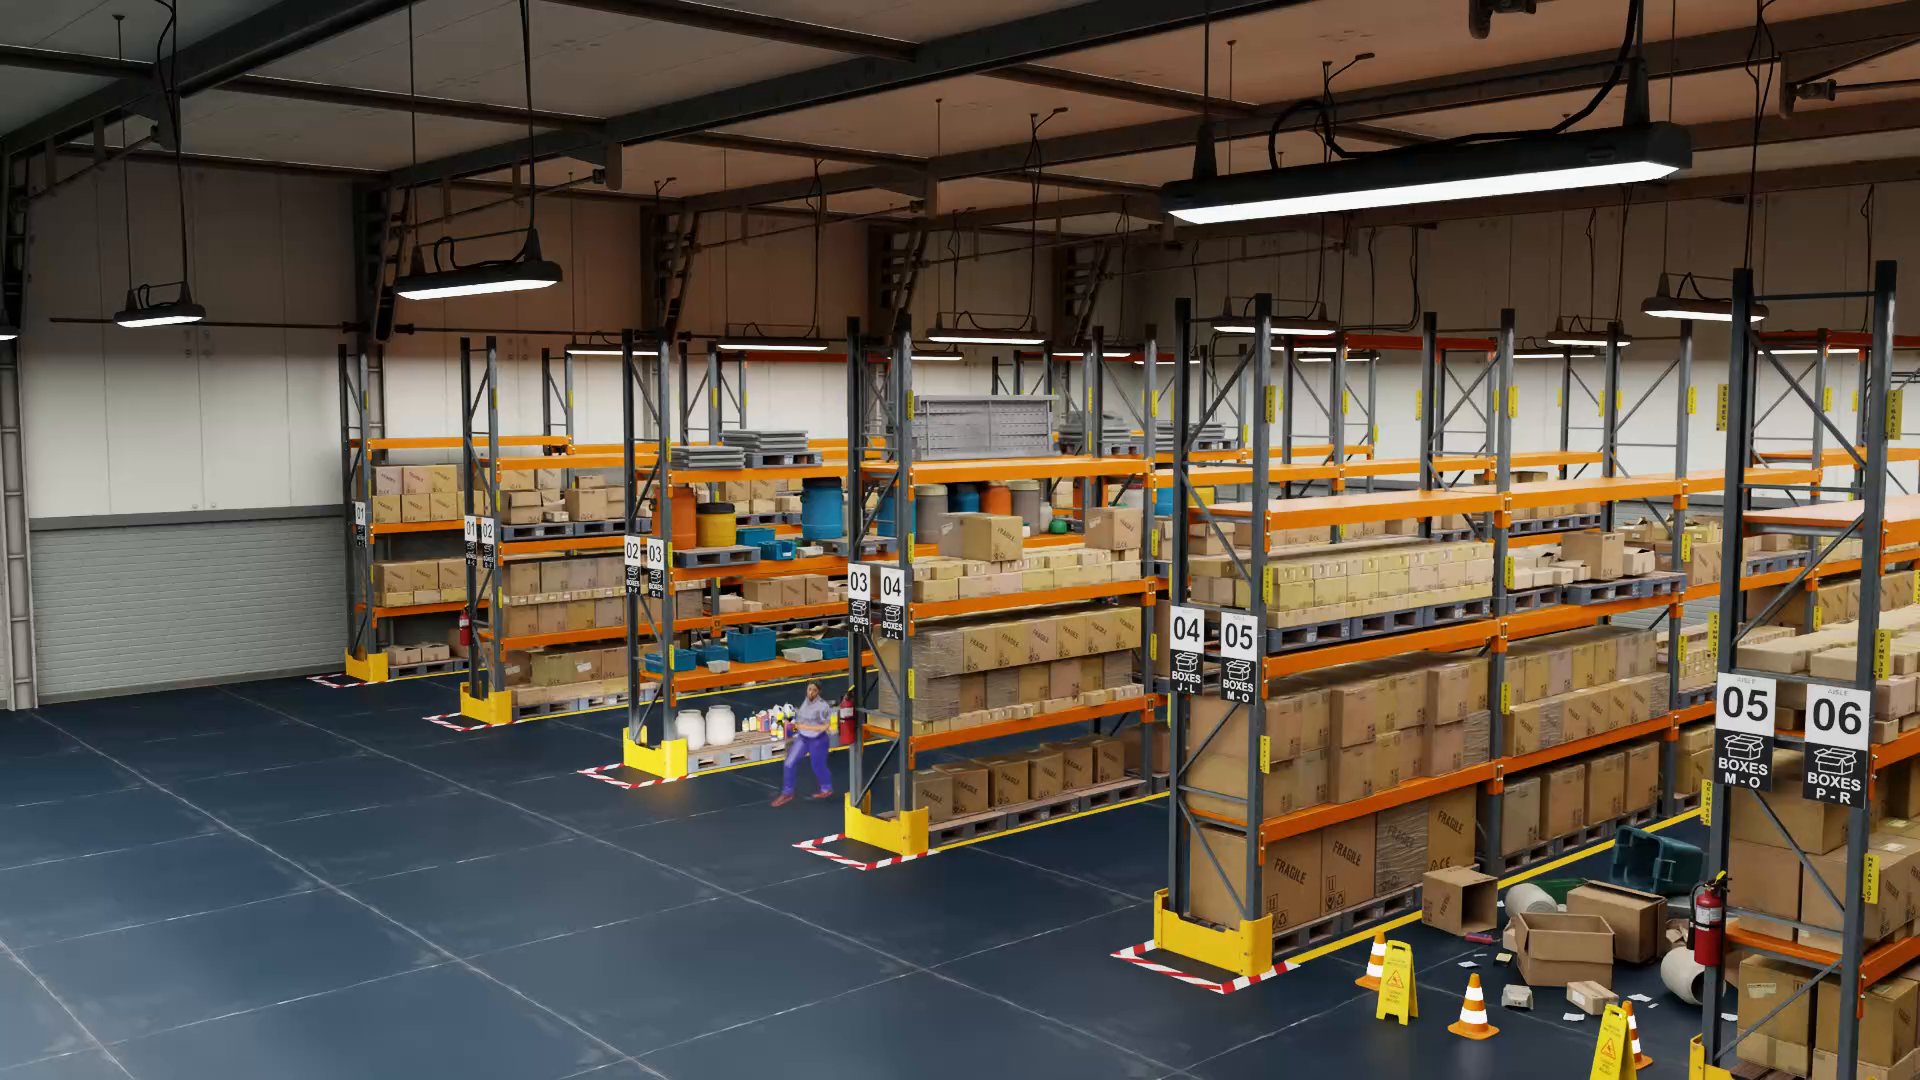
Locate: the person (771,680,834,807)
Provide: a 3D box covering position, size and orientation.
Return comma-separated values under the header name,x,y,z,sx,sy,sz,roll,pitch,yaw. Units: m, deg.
name,x,y,z,sx,sy,sz,roll,pitch,yaw
person,-1.825,2.498,20.644,0.758,1.599,0.807,4,7,39
